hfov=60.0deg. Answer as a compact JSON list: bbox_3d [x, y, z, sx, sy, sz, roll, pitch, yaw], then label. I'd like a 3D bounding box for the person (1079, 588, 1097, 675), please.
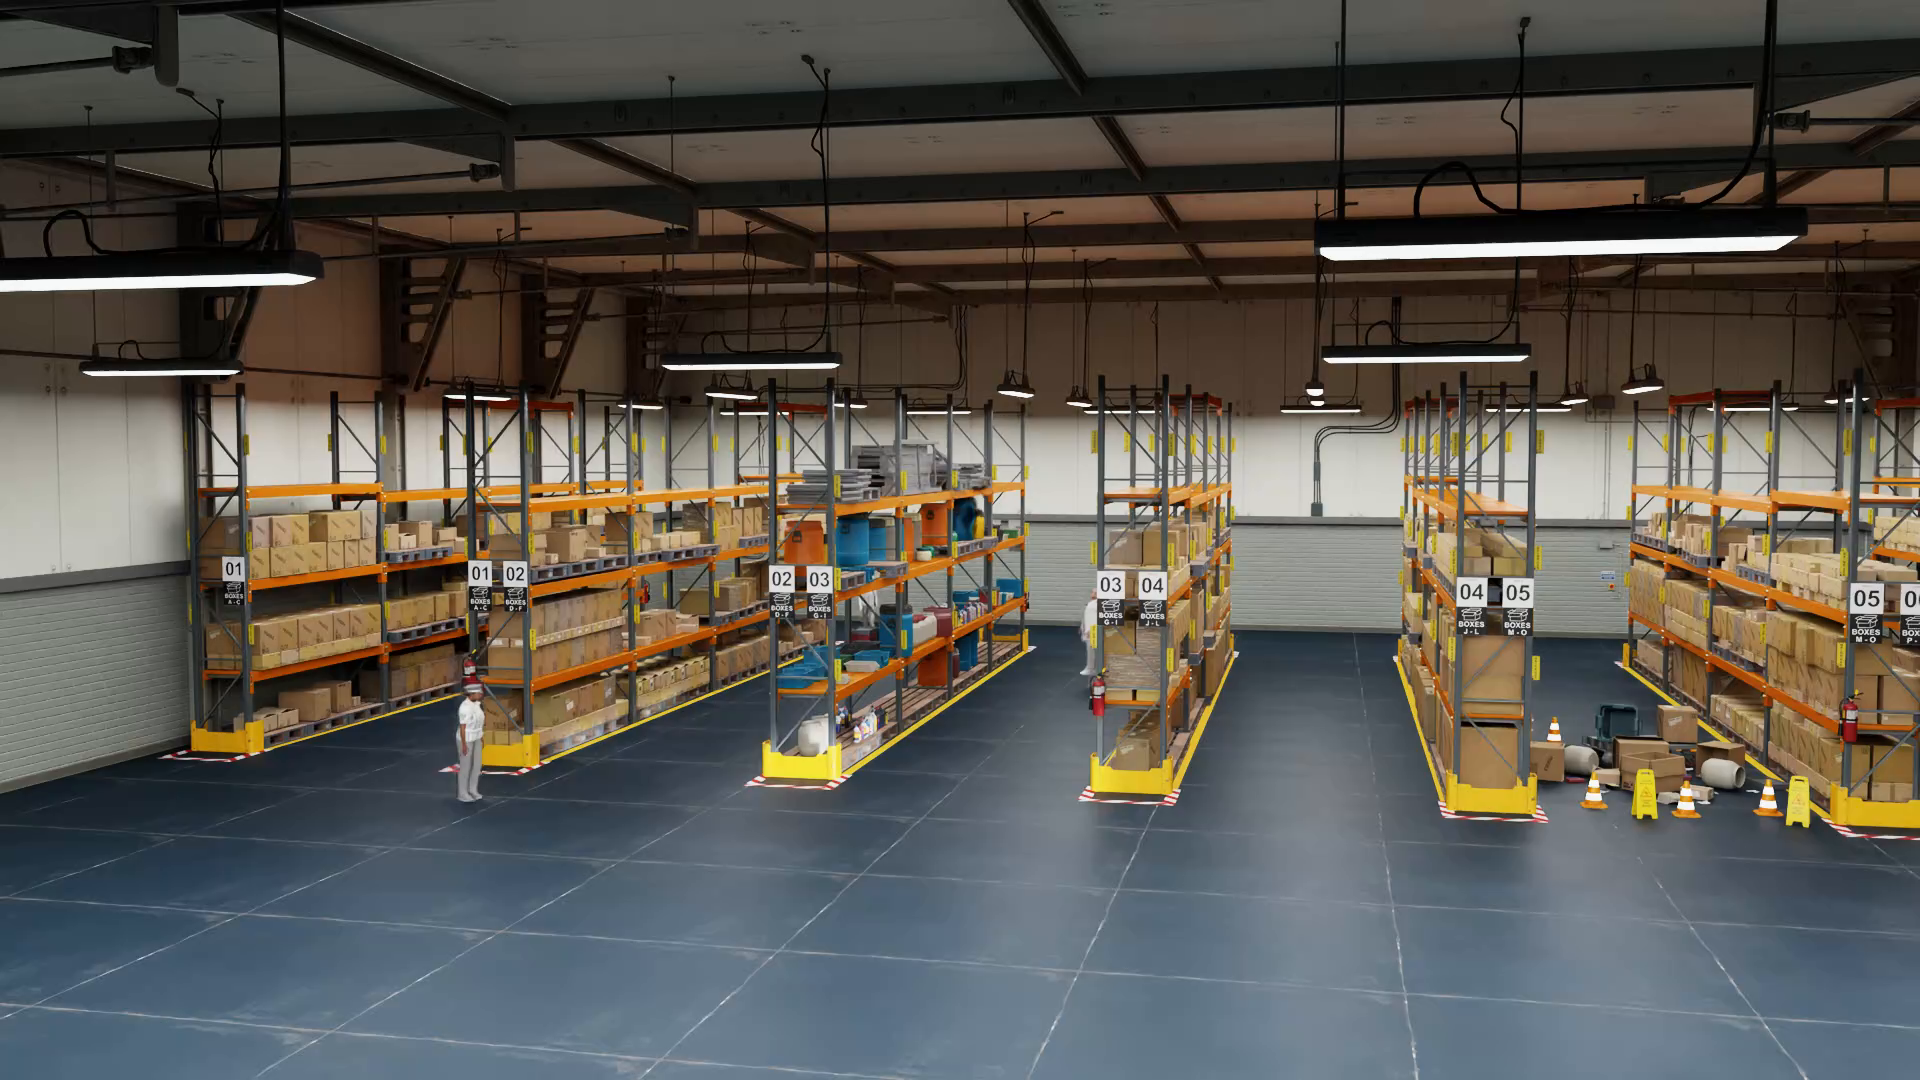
[{"bbox_3d":[2.677,1.873,34.348,0.573,1.776,0.596,-2,4,-29],"label":"person"}]

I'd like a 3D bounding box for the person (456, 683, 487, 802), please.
[{"bbox_3d":[-6.880,2.842,23.390,0.401,1.673,0.485,1,3,18],"label":"person"}]

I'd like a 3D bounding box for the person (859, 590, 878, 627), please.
[{"bbox_3d":[-2.372,1.714,43.068,0.504,1.646,0.932,0,3,-4],"label":"person"}]
